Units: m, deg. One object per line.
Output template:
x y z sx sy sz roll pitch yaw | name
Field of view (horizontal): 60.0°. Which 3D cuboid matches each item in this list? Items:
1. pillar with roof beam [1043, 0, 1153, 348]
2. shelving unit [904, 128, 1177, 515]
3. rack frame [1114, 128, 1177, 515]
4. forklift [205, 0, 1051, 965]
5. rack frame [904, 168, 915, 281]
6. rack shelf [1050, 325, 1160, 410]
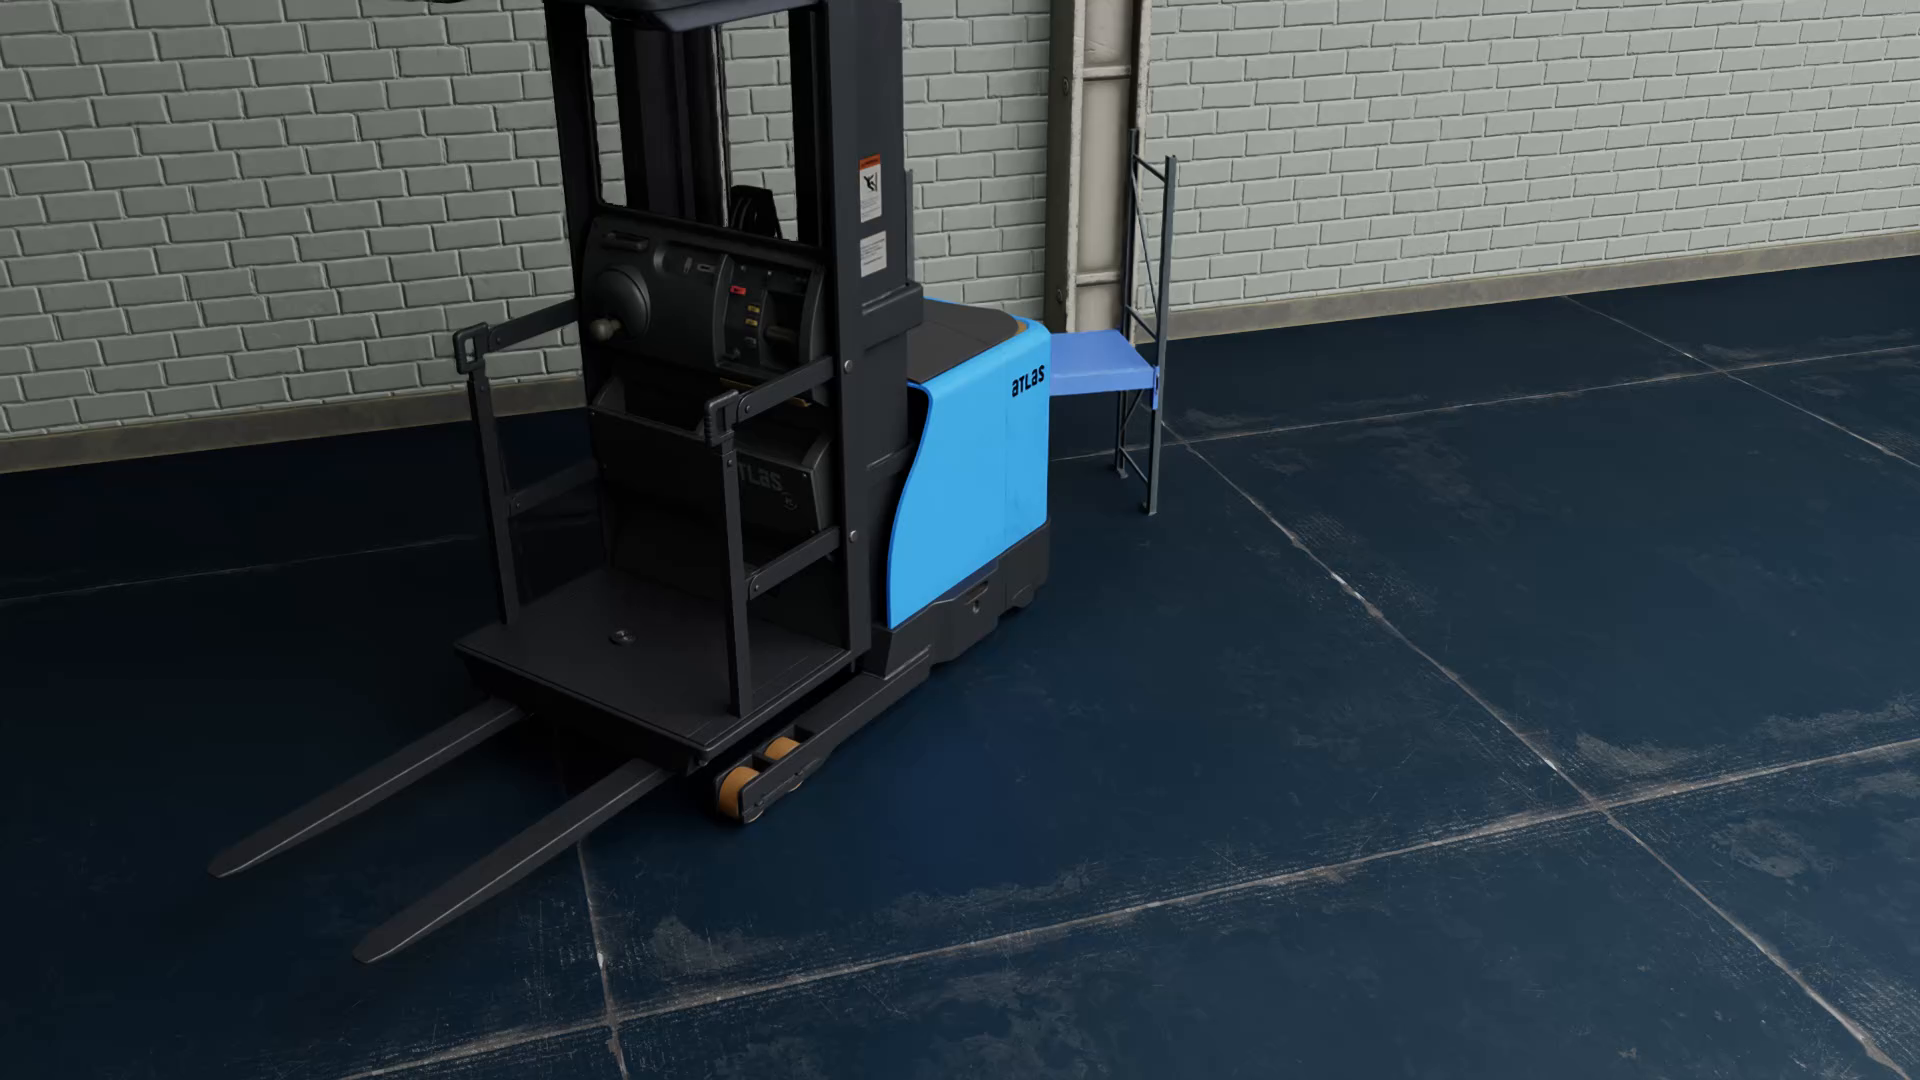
2.001 -3.158 2.991 0.400 9.000 9.100 -8 28 -16 | pillar with roof beam
0.258 -0.837 6.750 1.048 1.500 0.538 -6 27 -11 | shelving unit
0.755 -0.886 6.847 0.032 1.500 0.500 -6 27 -11 | rack frame
-0.904 -0.701 4.865 1.130 2.935 3.031 17 31 30 | forklift
-0.239 -0.789 6.653 0.032 1.500 0.500 -6 27 -11 | rack frame
0.258 -0.676 6.830 1.000 0.185 0.538 -6 27 -11 | rack shelf
